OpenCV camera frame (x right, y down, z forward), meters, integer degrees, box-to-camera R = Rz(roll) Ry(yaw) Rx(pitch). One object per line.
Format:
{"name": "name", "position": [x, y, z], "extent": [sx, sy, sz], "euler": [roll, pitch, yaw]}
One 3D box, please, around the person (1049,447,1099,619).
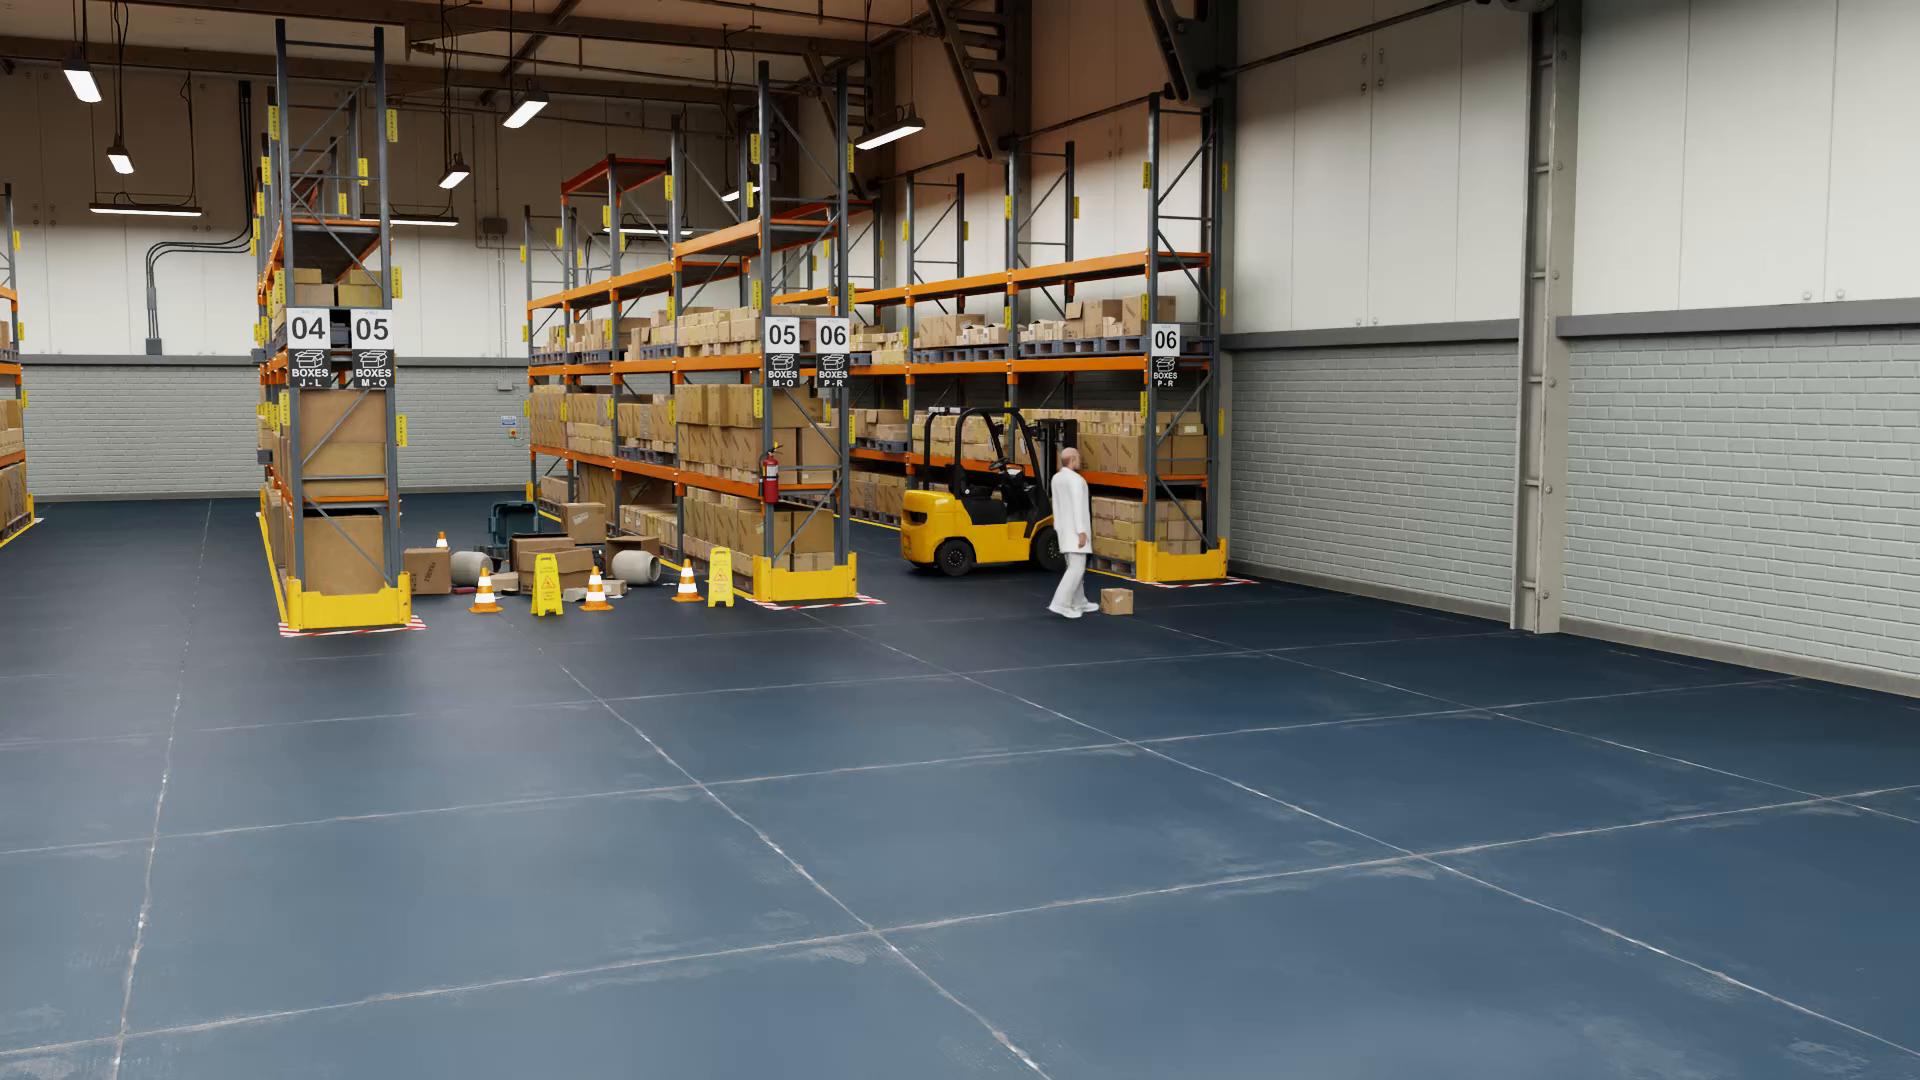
{"name": "person", "position": [1.210, -0.082, 17.567], "extent": [0.722, 1.790, 0.617], "euler": [-2, 6, -23]}
